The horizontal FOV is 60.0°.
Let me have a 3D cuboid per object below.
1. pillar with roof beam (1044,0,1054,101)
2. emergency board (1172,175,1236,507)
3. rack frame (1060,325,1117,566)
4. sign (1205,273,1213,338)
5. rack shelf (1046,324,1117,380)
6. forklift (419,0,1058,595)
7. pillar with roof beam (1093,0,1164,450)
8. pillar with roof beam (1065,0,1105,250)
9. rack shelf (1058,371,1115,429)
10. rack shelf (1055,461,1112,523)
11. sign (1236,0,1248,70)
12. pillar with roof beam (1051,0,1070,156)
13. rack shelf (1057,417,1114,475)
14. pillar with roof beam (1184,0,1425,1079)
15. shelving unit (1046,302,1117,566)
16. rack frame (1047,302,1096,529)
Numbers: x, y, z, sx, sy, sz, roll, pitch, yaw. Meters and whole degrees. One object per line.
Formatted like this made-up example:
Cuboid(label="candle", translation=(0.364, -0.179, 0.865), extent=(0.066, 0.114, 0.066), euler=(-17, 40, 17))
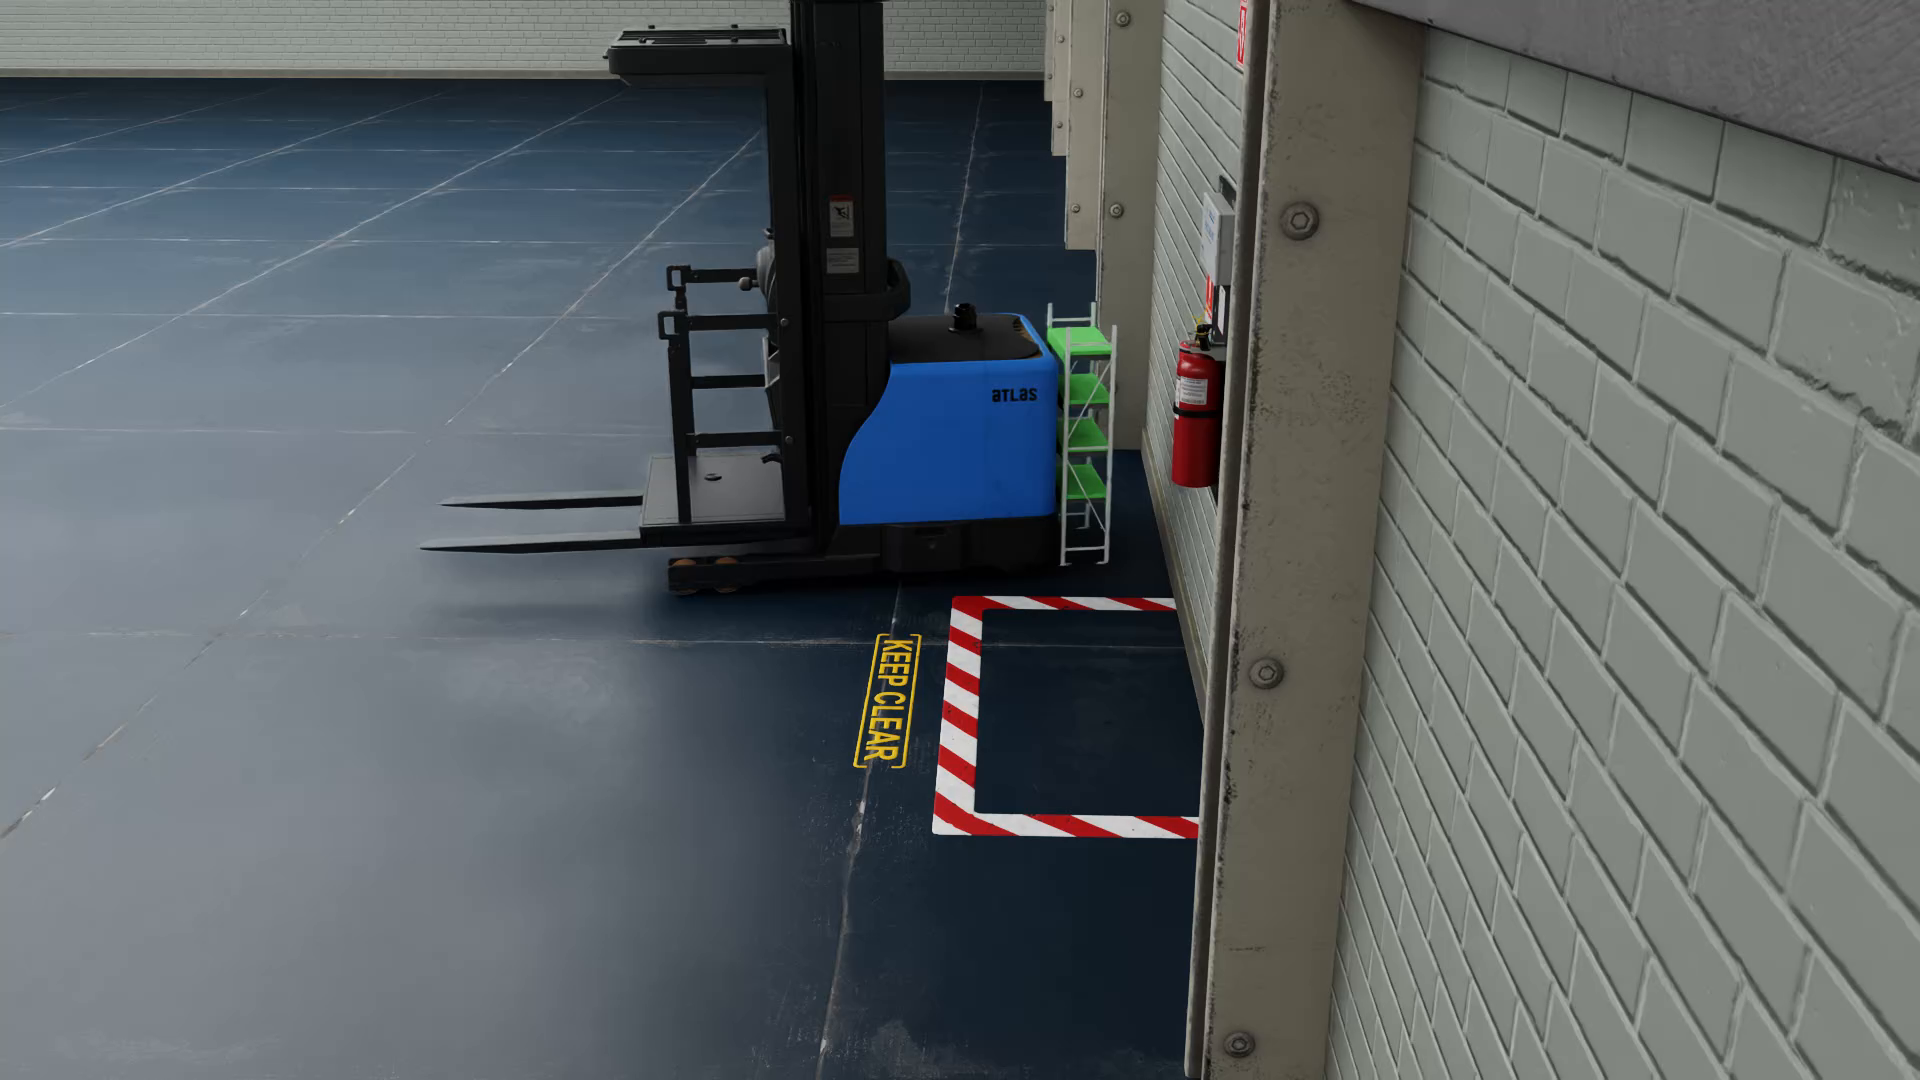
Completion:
Cuboid(label="pillar with roof beam", translation=(-2.790, -11.364, 25.376), extent=(9.100, 9.000, 0.400), euler=(1, 21, 2))
Cuboid(label="emergency board", translation=(0.896, -0.735, 6.276), extent=(0.194, 1.169, 0.643), euler=(1, 21, 2))
Cuboid(label="rack frame", translation=(0.615, -0.440, 8.004), extent=(0.240, 1.200, 0.015), euler=(-3, 21, -7))
Cuboid(label="sign", translation=(1.016, -0.950, 6.782), extent=(0.001, 0.329, 0.234), euler=(1, 21, 2))
Cuboid(label="rack shelf", translation=(0.585, -0.916, 8.079), extent=(0.258, 0.148, 0.480), euler=(-3, 21, -7))
Cuboid(label="forklift", translation=(-1.082, -1.309, 7.851), extent=(3.031, 2.935, 1.130), euler=(-3, 21, -7))
Cuboid(label="pillar with roof beam", translation=(-3.338, -4.855, 8.602), extent=(9.100, 9.000, 0.400), euler=(1, 21, 2))
Cuboid(label="pillar with roof beam", translation=(-3.155, -7.025, 14.194), extent=(9.100, 9.000, 0.400), euler=(1, 21, 2))
Cuboid(label="rack shelf", translation=(0.585, -0.692, 8.166), extent=(0.258, 0.148, 0.480), euler=(-3, 21, -7))
Cuboid(label="rack shelf", translation=(0.585, -0.244, 8.340), extent=(0.258, 0.148, 0.480), euler=(-3, 21, -7))
Cuboid(label="sign", translation=(0.996, -1.817, 5.862), extent=(0.001, 0.298, 0.199), euler=(1, 21, 2))
Cuboid(label="pillar with roof beam", translation=(-2.973, -9.194, 19.785), extent=(9.100, 9.000, 0.400), euler=(1, 21, 2))
Cuboid(label="rack shelf", translation=(0.585, -0.468, 8.253), extent=(0.258, 0.148, 0.480), euler=(-3, 21, -7))
Cuboid(label="pillar with roof beam", translation=(-3.520, -2.686, 3.011), extent=(9.100, 9.000, 0.400), euler=(1, 21, 2))
Cuboid(label="shelving unit", translation=(0.585, -0.528, 8.230), extent=(0.258, 1.200, 0.503), euler=(-3, 21, -7))
Cuboid(label="rack frame", translation=(0.554, -0.615, 8.456), extent=(0.240, 1.200, 0.015), euler=(-3, 21, -7))
